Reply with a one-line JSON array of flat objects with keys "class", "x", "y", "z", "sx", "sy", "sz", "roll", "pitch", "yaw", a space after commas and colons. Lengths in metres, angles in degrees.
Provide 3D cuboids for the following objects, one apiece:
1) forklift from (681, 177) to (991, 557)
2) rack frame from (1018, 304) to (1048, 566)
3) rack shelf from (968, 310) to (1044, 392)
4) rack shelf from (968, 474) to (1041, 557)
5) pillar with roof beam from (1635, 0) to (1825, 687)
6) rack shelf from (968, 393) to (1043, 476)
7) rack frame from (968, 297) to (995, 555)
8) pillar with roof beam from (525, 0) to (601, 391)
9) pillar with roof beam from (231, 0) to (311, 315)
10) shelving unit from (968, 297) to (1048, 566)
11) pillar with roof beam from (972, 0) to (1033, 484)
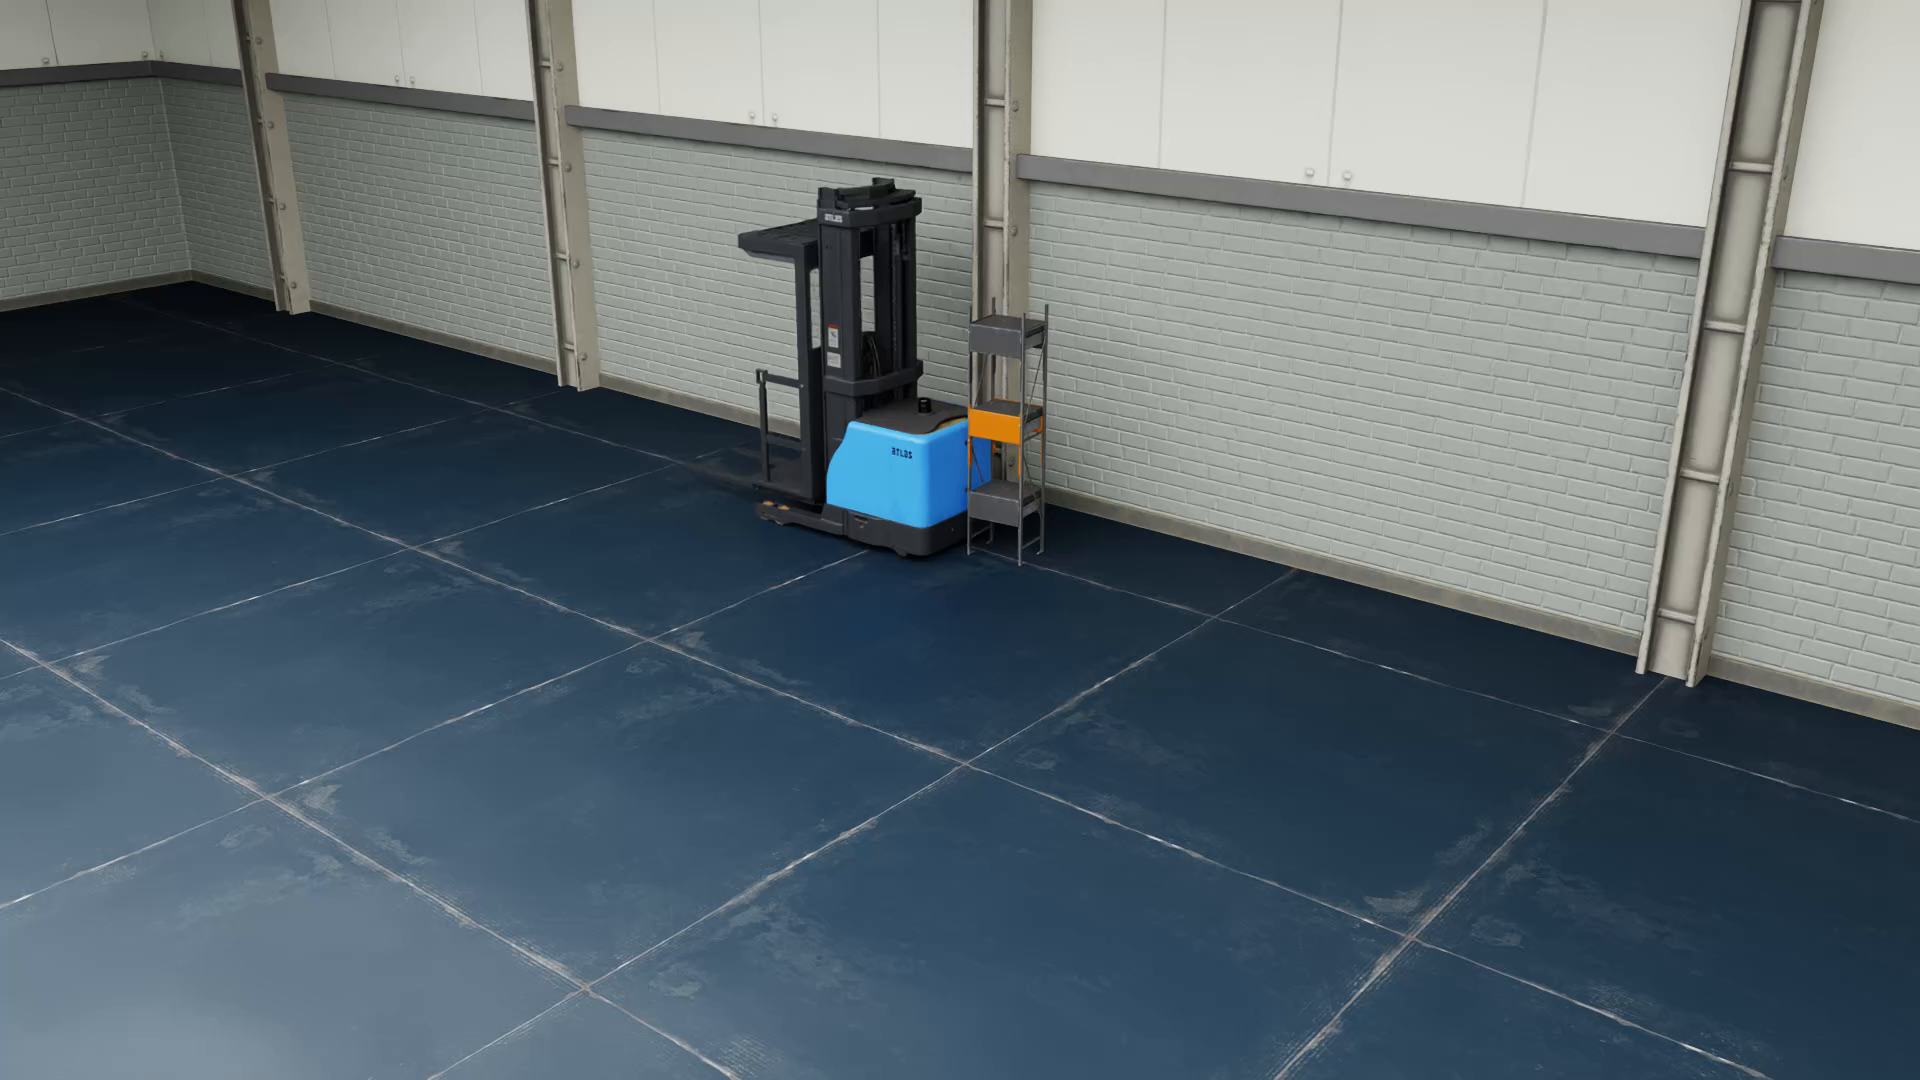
[{"class": "forklift", "x": -1.178, "y": -1.633, "z": 14.344, "sx": 3.031, "sy": 2.935, "sz": 1.130, "roll": 15, "pitch": 25, "yaw": 35}, {"class": "rack frame", "x": 0.590, "y": -0.829, "z": 13.390, "sx": 0.015, "sy": 2.100, "sz": 0.400, "roll": 12, "pitch": 24, "yaw": 29}, {"class": "rack shelf", "x": 0.382, "y": -1.516, "z": 13.267, "sx": 0.480, "sy": 0.518, "sz": 0.431, "roll": 12, "pitch": 24, "yaw": 29}, {"class": "rack shelf", "x": 0.382, "y": -0.206, "z": 13.761, "sx": 0.480, "sy": 0.518, "sz": 0.431, "roll": 12, "pitch": 24, "yaw": 29}, {"class": "pillar with roof beam", "x": 2.281, "y": -2.102, "z": 6.988, "sx": 0.400, "sy": 9.000, "sz": 9.100, "roll": 16, "pitch": 26, "yaw": 36}, {"class": "rack shelf", "x": 0.382, "y": -0.861, "z": 13.514, "sx": 0.480, "sy": 0.518, "sz": 0.431, "roll": 12, "pitch": 24, "yaw": 29}, {"class": "rack frame", "x": 0.174, "y": -0.919, "z": 13.629, "sx": 0.015, "sy": 2.100, "sz": 0.400, "roll": 12, "pitch": 24, "yaw": 29}, {"class": "pillar with roof beam", "x": -7.016, "y": -4.779, "z": 14.087, "sx": 0.400, "sy": 9.000, "sz": 9.100, "roll": 16, "pitch": 26, "yaw": 36}, {"class": "pillar with roof beam", "x": -11.664, "y": -6.117, "z": 17.637, "sx": 0.400, "sy": 9.000, "sz": 9.100, "roll": 16, "pitch": 26, "yaw": 36}, {"class": "shelving unit", "x": 0.382, "y": -0.874, "z": 13.509, "sx": 0.503, "sy": 2.100, "sz": 0.431, "roll": 12, "pitch": 24, "yaw": 29}, {"class": "pillar with roof beam", "x": -2.368, "y": -3.440, "z": 10.537, "sx": 0.400, "sy": 9.000, "sz": 9.100, "roll": 16, "pitch": 26, "yaw": 36}]
